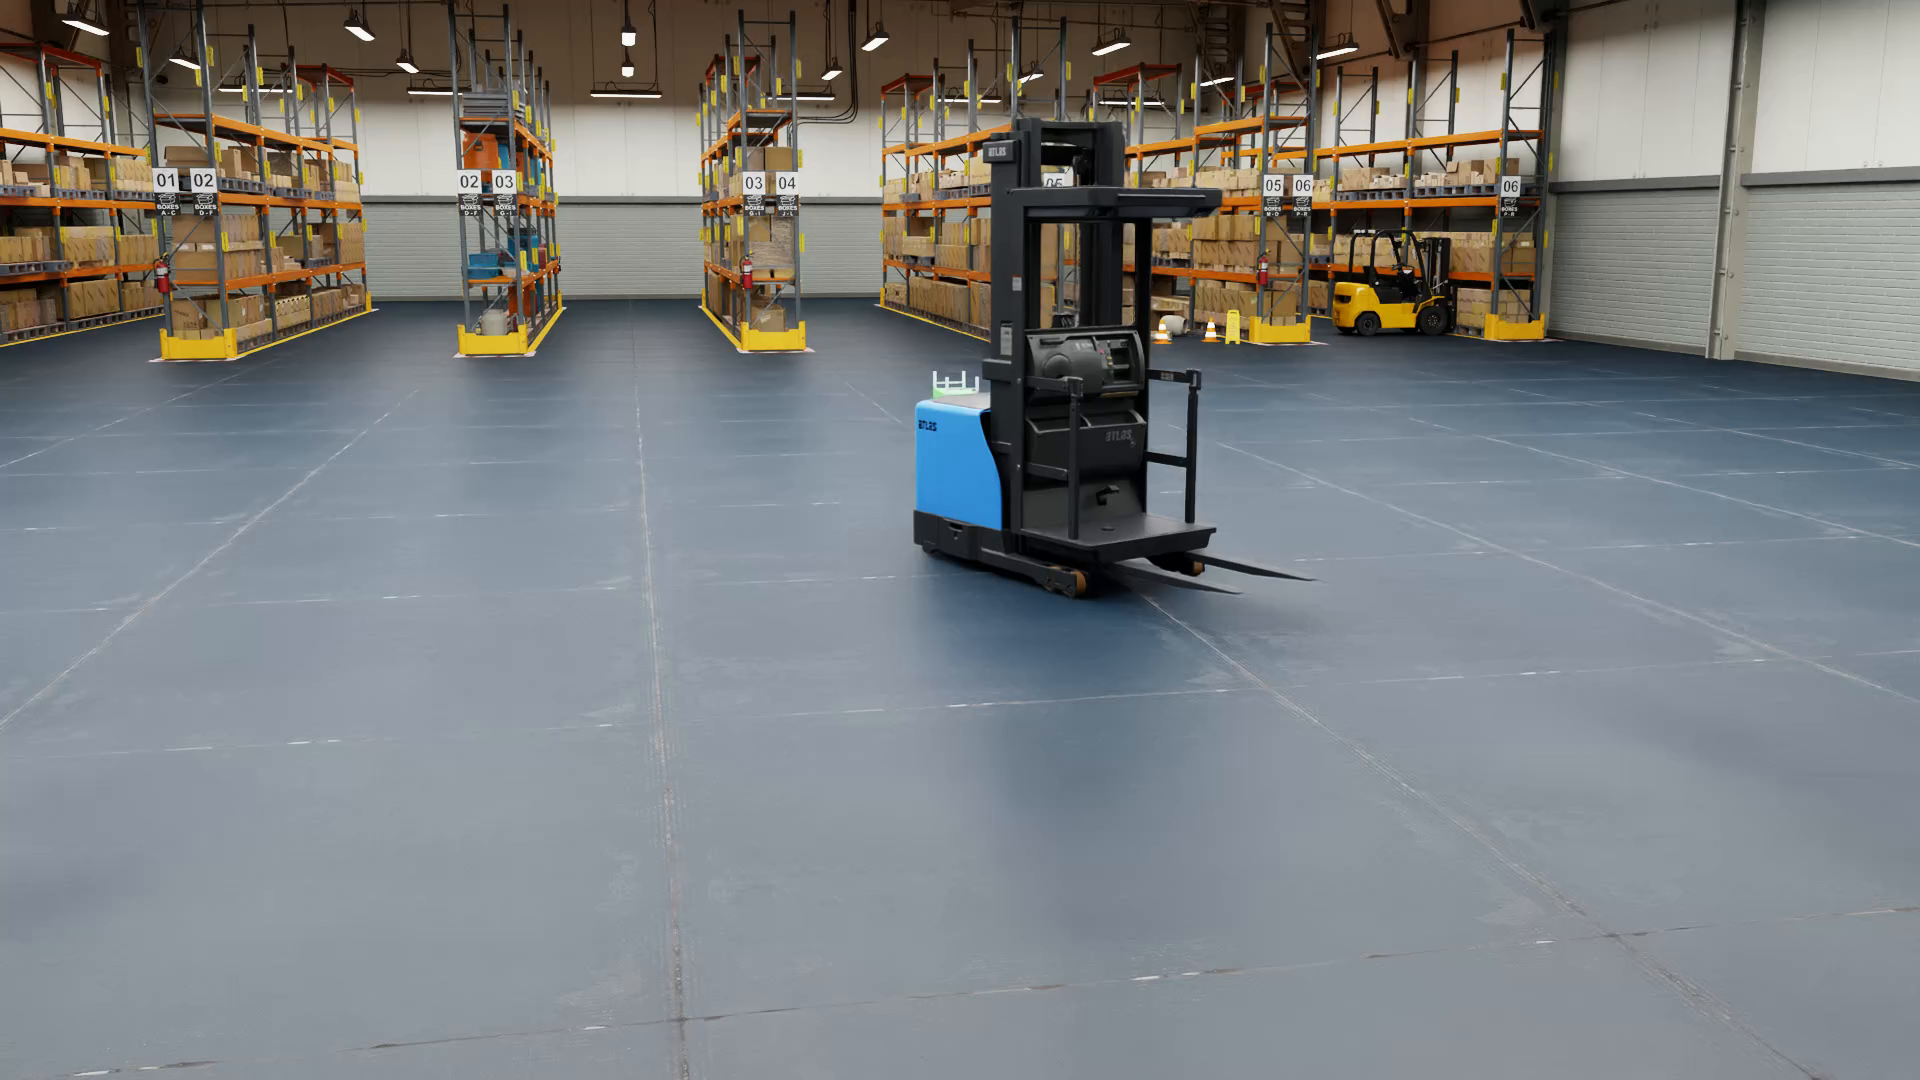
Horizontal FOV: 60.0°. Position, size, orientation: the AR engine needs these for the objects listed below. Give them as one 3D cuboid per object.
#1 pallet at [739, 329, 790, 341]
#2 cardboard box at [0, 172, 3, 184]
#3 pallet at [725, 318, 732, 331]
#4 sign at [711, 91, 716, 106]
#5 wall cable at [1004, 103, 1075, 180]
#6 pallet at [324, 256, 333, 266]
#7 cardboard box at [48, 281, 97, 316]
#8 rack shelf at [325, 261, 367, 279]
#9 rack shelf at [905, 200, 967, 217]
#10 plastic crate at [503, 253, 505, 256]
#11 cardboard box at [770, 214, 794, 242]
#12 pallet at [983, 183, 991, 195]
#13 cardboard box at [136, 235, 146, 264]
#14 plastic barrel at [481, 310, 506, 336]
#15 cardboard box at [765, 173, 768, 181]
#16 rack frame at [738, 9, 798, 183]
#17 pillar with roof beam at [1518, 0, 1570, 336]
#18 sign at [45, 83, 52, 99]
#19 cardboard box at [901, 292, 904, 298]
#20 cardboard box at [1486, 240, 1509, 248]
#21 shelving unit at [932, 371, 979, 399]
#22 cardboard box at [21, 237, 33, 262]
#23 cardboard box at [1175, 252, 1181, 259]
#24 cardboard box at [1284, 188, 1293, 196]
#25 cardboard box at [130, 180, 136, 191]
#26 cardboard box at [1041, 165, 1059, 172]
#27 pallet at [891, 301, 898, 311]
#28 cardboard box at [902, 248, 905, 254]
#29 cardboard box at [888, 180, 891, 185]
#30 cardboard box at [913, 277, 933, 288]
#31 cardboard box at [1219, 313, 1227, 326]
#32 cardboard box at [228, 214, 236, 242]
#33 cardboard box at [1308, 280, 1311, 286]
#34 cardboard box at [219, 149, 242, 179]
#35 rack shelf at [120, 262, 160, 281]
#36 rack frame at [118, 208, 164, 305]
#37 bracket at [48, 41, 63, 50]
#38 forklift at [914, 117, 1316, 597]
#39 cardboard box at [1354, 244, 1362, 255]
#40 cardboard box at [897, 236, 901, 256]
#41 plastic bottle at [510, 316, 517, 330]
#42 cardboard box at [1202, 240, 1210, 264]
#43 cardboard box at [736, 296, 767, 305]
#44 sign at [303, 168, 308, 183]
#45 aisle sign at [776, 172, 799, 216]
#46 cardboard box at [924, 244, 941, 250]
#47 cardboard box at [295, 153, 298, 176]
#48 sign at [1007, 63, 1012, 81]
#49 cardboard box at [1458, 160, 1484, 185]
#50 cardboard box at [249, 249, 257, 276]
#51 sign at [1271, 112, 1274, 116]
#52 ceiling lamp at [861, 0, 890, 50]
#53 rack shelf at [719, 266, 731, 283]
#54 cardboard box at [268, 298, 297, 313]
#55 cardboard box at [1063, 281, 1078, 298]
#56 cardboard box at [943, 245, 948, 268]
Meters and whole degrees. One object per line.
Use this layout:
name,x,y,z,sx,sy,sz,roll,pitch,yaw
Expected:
pallet,-3.806,-4.009,32.693,1.003,0.211,1.213,-2,11,-11
cardboard box,-18.936,-7.036,32.235,0.500,0.311,0.500,-2,11,-9
pallet,-4.606,-4.722,36.439,1.003,0.211,1.213,-2,11,-11
sign,-5.534,-9.921,37.332,0.100,0.325,0.005,-2,11,-11
wall cable,2.530,-12.293,52.715,2.355,3.000,0.029,-2,11,-11
pallet,-15.437,-6.587,39.297,1.003,0.211,1.213,-2,11,-11
cardboard box,-19.745,-5.369,37.007,0.750,0.750,0.750,-2,11,-11
rack shelf,-15.875,-6.846,42.065,1.077,0.370,4.000,-2,11,-11
rack shelf,-0.494,-8.107,40.669,1.077,0.370,4.000,-2,11,-11
plastic crate,-9.590,-5.728,34.309,0.392,0.384,0.575,-2,11,-11
cardboard box,-3.274,-5.788,30.848,0.500,0.500,0.500,-2,11,-11
pallet,1.056,-6.943,32.865,1.003,0.211,1.213,-2,11,-11
cardboard box,-20.721,-7.166,41.022,0.980,0.700,0.700,-3,11,-14
plastic barrel,-8.495,-3.913,30.263,0.421,0.512,0.421,0,11,0
cardboard box,-3.730,-6.678,30.574,0.380,0.149,0.250,-2,11,-13
rack frame,-3.434,-7.938,29.835,1.000,3.000,0.127,-2,11,-11
pillar with roof beam,7.681,-8.484,32.701,9.100,9.000,0.548,-2,11,-11
sign,-19.036,-9.384,34.723,0.100,0.325,0.005,-2,11,-11
cardboard box,-1.321,-6.401,43.510,0.380,0.149,0.250,-3,11,-14
cardboard box,10.813,-5.954,33.452,0.380,0.149,0.250,-2,11,-10
shelving unit,-0.032,-0.620,12.244,0.258,1.200,0.503,-2,11,-11
cardboard box,-19.201,-5.869,33.568,0.700,0.500,0.500,-2,11,-11
cardboard box,5.019,-6.347,37.070,0.380,0.149,0.250,-2,11,-12
cardboard box,6.541,-6.774,32.414,0.380,0.149,0.250,-2,11,-11
cardboard box,-20.412,-8.631,40.508,0.500,0.250,0.500,-2,11,-13
cardboard box,1.609,-7.052,31.418,0.500,0.250,0.500,-2,11,-11
pallet,-1.289,-6.330,44.889,1.003,0.211,1.213,-2,11,-11
cardboard box,-1.258,-7.348,42.326,0.380,0.149,0.250,-3,11,-14
cardboard box,-1.762,-9.716,45.199,0.380,0.149,0.250,-2,11,-10
cardboard box,-0.892,-6.458,41.659,0.500,0.250,0.500,-2,11,-9
cardboard box,5.665,-4.536,34.239,0.500,0.250,0.500,-3,11,-13
cardboard box,-13.447,-5.602,29.871,0.700,0.500,0.500,-2,11,-11
cardboard box,9.107,-6.573,42.534,0.380,0.149,0.250,-2,11,-12
cardboard box,-13.207,-6.744,29.817,0.500,0.500,0.500,-2,11,-11
rack shelf,-20.733,-6.665,41.115,1.077,0.370,4.000,-2,11,-11
rack frame,-21.122,-7.385,42.975,1.000,3.000,0.127,-2,11,-11
bracket,-20.900,-11.400,38.400,0.235,0.232,0.430,-2,11,-11
forklift,0.946,-1.186,10.587,1.130,2.935,3.031,-8,13,-35
cardboard box,9.626,-6.893,39.453,0.500,0.250,0.500,-2,11,-12
cardboard box,-1.354,-7.723,43.685,0.500,0.500,0.500,-2,11,-13
plastic bottle,-8.765,-4.270,32.715,0.152,0.276,0.135,-2,11,-11
cardboard box,5.441,-6.098,35.150,0.500,0.500,0.500,-2,11,-11
cardboard box,-4.494,-5.017,36.041,0.700,0.500,0.500,-3,11,-16
sign,-14.162,-7.884,35.978,0.100,0.325,0.005,-2,11,-11
aisle sign,-3.128,-6.268,30.151,0.394,0.787,0.004,-2,11,-11
cardboard box,-0.648,-6.923,39.301,0.380,0.149,0.250,-2,11,-10
cardboard box,-14.886,-8.286,36.746,0.500,0.500,0.500,-2,11,-11
sign,0.916,-8.581,30.501,0.100,0.325,0.005,-2,11,-11
cardboard box,10.729,-7.574,34.289,0.700,0.500,0.500,-2,11,-11
cardboard box,-13.728,-5.236,31.419,0.700,0.500,0.500,-2,11,-12
sign,8.285,-11.162,44.063,0.100,0.325,0.005,-2,11,-11
ceiling lamp,-1.483,-11.615,33.541,0.800,3.185,2.000,-2,11,-11
rack shelf,-4.601,-5.738,36.245,1.077,0.370,4.000,-2,11,-11
cardboard box,-14.066,-4.863,34.454,0.500,0.311,0.500,-2,11,-9
cardboard box,3.401,-7.116,47.291,0.875,0.438,0.875,-3,11,-13
cardboard box,-0.083,-6.391,37.486,0.500,0.500,0.500,-2,11,-11
